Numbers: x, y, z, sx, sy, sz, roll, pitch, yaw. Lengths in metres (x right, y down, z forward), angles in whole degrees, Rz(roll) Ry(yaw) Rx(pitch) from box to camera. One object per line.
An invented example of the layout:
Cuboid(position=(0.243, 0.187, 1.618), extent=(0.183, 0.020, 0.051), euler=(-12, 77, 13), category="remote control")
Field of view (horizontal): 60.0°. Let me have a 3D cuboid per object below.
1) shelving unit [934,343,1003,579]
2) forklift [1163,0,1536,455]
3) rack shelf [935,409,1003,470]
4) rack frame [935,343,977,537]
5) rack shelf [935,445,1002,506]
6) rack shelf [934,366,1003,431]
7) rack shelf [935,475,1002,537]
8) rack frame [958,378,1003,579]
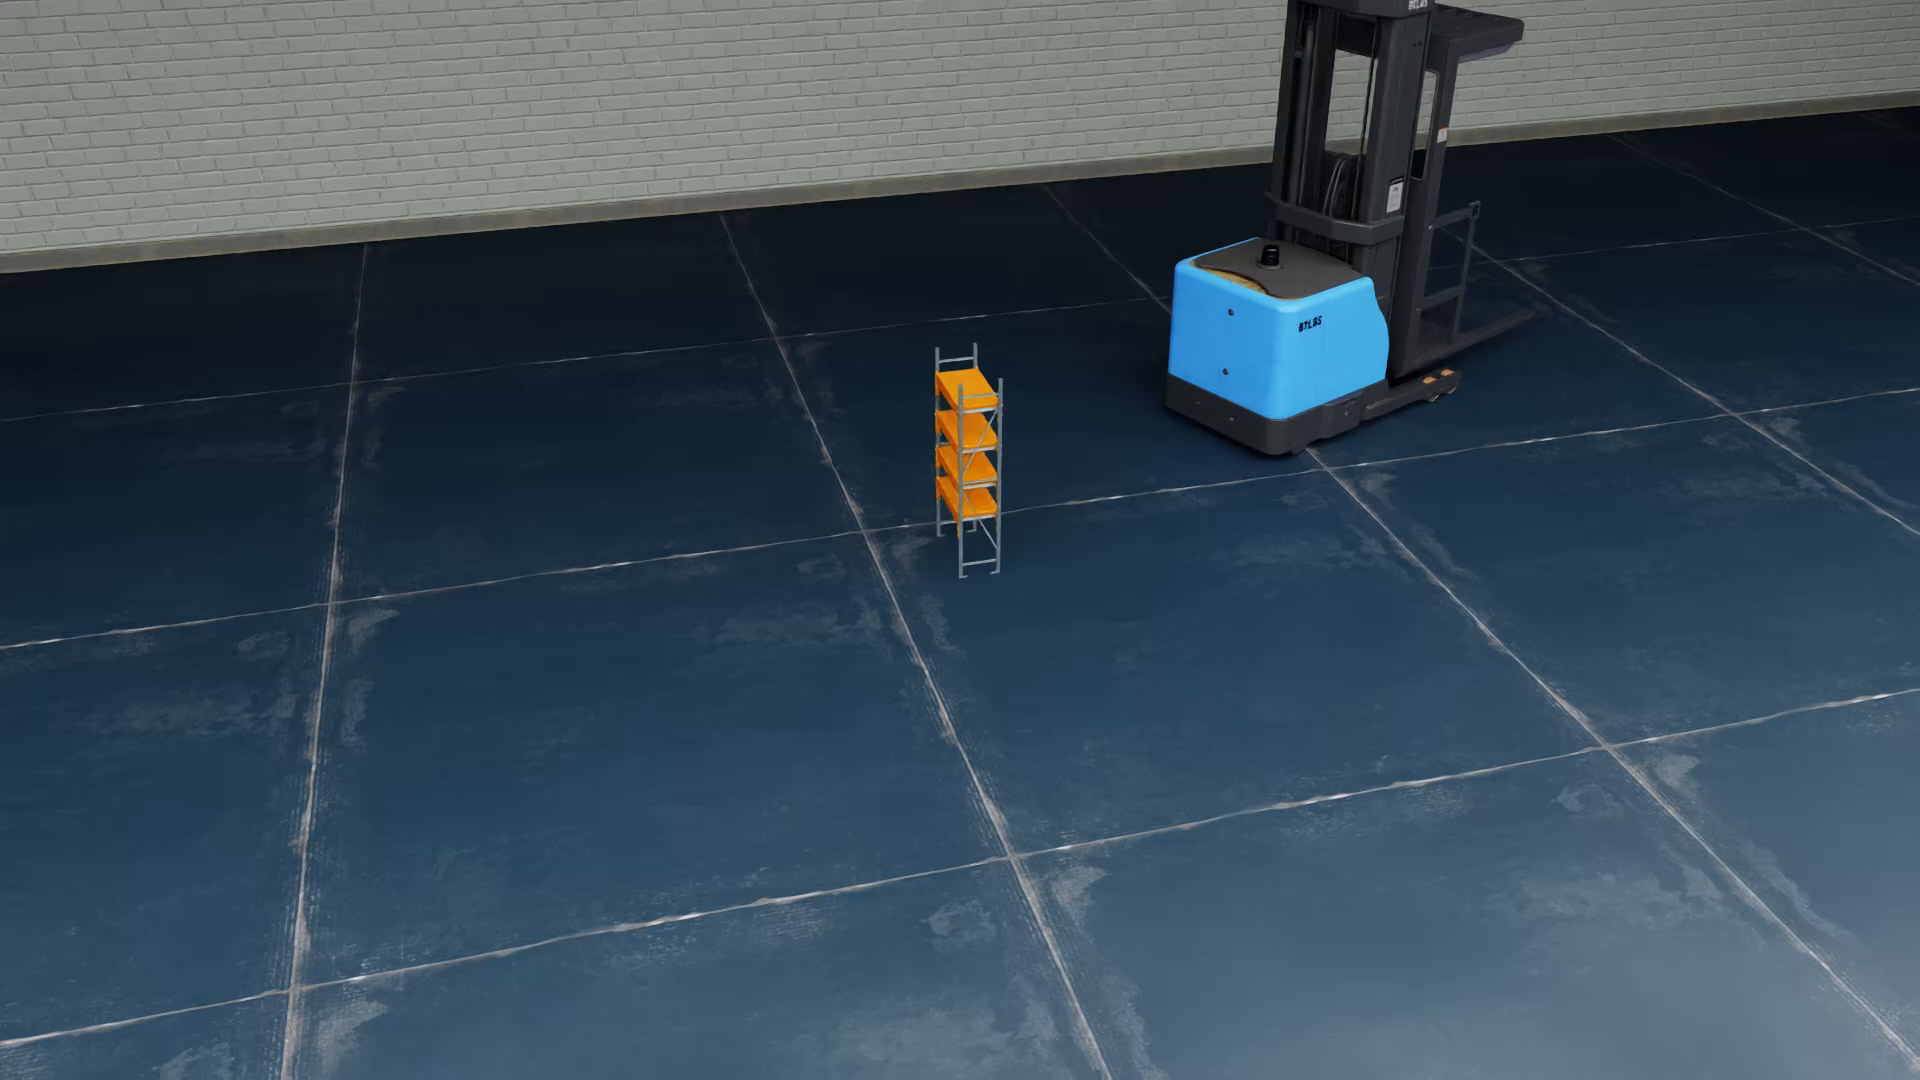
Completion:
Cuboid(position=(0.044, -0.439, 9.311), extent=(0.258, 1.200, 0.503), euler=(-8, 31, -13), category="shelving unit")
Cuboid(position=(2.837, -2.404, 10.977), extent=(3.031, 2.935, 1.130), euler=(-22, 37, -33), category="forklift")
Cuboid(position=(0.044, -0.575, 9.233), extent=(0.258, 0.148, 0.480), euler=(-8, 31, -13), category="rack shelf")
Cuboid(position=(-0.021, -0.557, 9.515), extent=(0.240, 1.200, 0.015), euler=(-8, 31, -13), category="rack frame")
Cuboid(position=(0.044, -0.381, 9.345), extent=(0.258, 0.148, 0.480), euler=(-8, 31, -13), category="rack shelf")
Cuboid(position=(0.044, -0.779, 9.114), extent=(0.258, 0.148, 0.480), euler=(-8, 31, -13), category="rack shelf")
Cuboid(position=(0.044, -0.209, 9.444), extent=(0.258, 0.148, 0.480), euler=(-8, 31, -13), category="rack shelf")
Cuboid(position=(0.109, -0.321, 9.108), extent=(0.240, 1.200, 0.015), euler=(-8, 31, -13), category="rack frame")
